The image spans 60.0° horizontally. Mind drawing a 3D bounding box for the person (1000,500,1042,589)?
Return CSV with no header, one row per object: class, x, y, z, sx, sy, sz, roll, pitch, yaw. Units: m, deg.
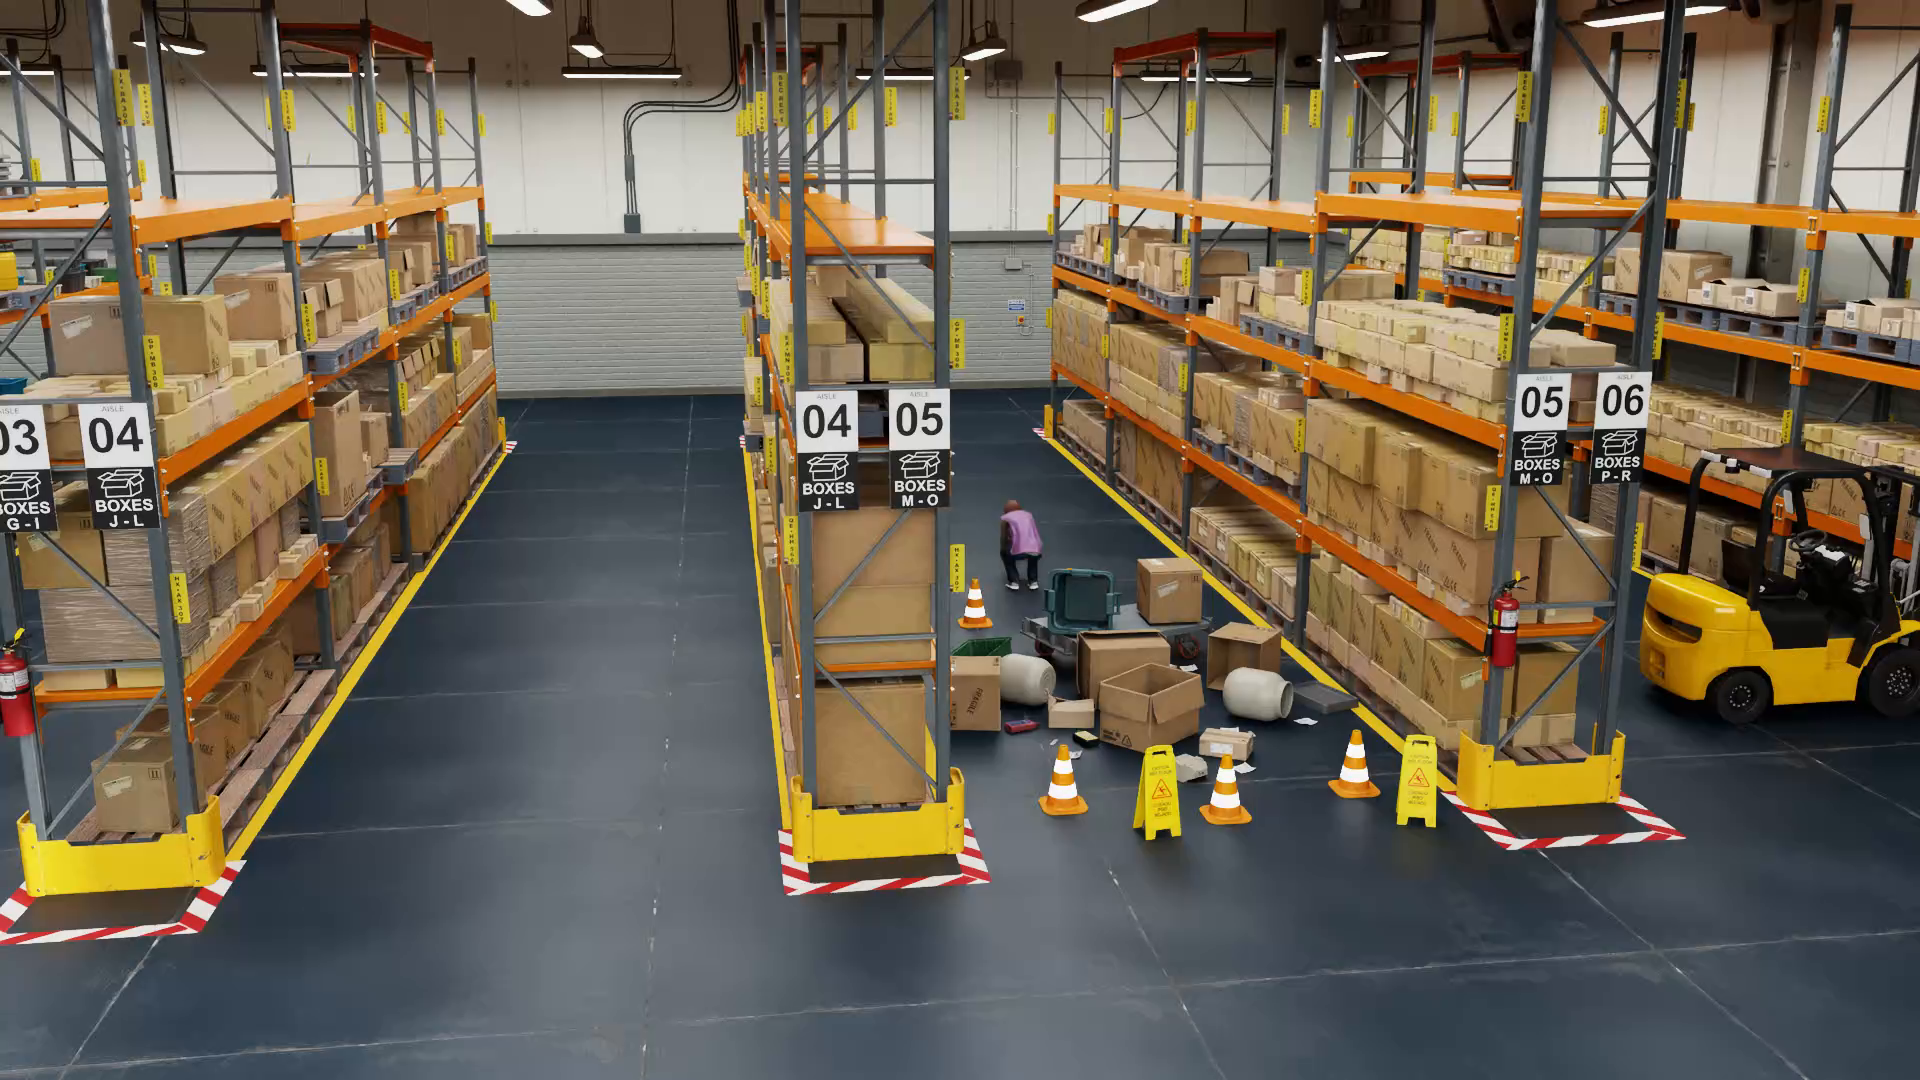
person,0.664,0.061,18.287,0.420,0.895,0.831,-2,14,-10
